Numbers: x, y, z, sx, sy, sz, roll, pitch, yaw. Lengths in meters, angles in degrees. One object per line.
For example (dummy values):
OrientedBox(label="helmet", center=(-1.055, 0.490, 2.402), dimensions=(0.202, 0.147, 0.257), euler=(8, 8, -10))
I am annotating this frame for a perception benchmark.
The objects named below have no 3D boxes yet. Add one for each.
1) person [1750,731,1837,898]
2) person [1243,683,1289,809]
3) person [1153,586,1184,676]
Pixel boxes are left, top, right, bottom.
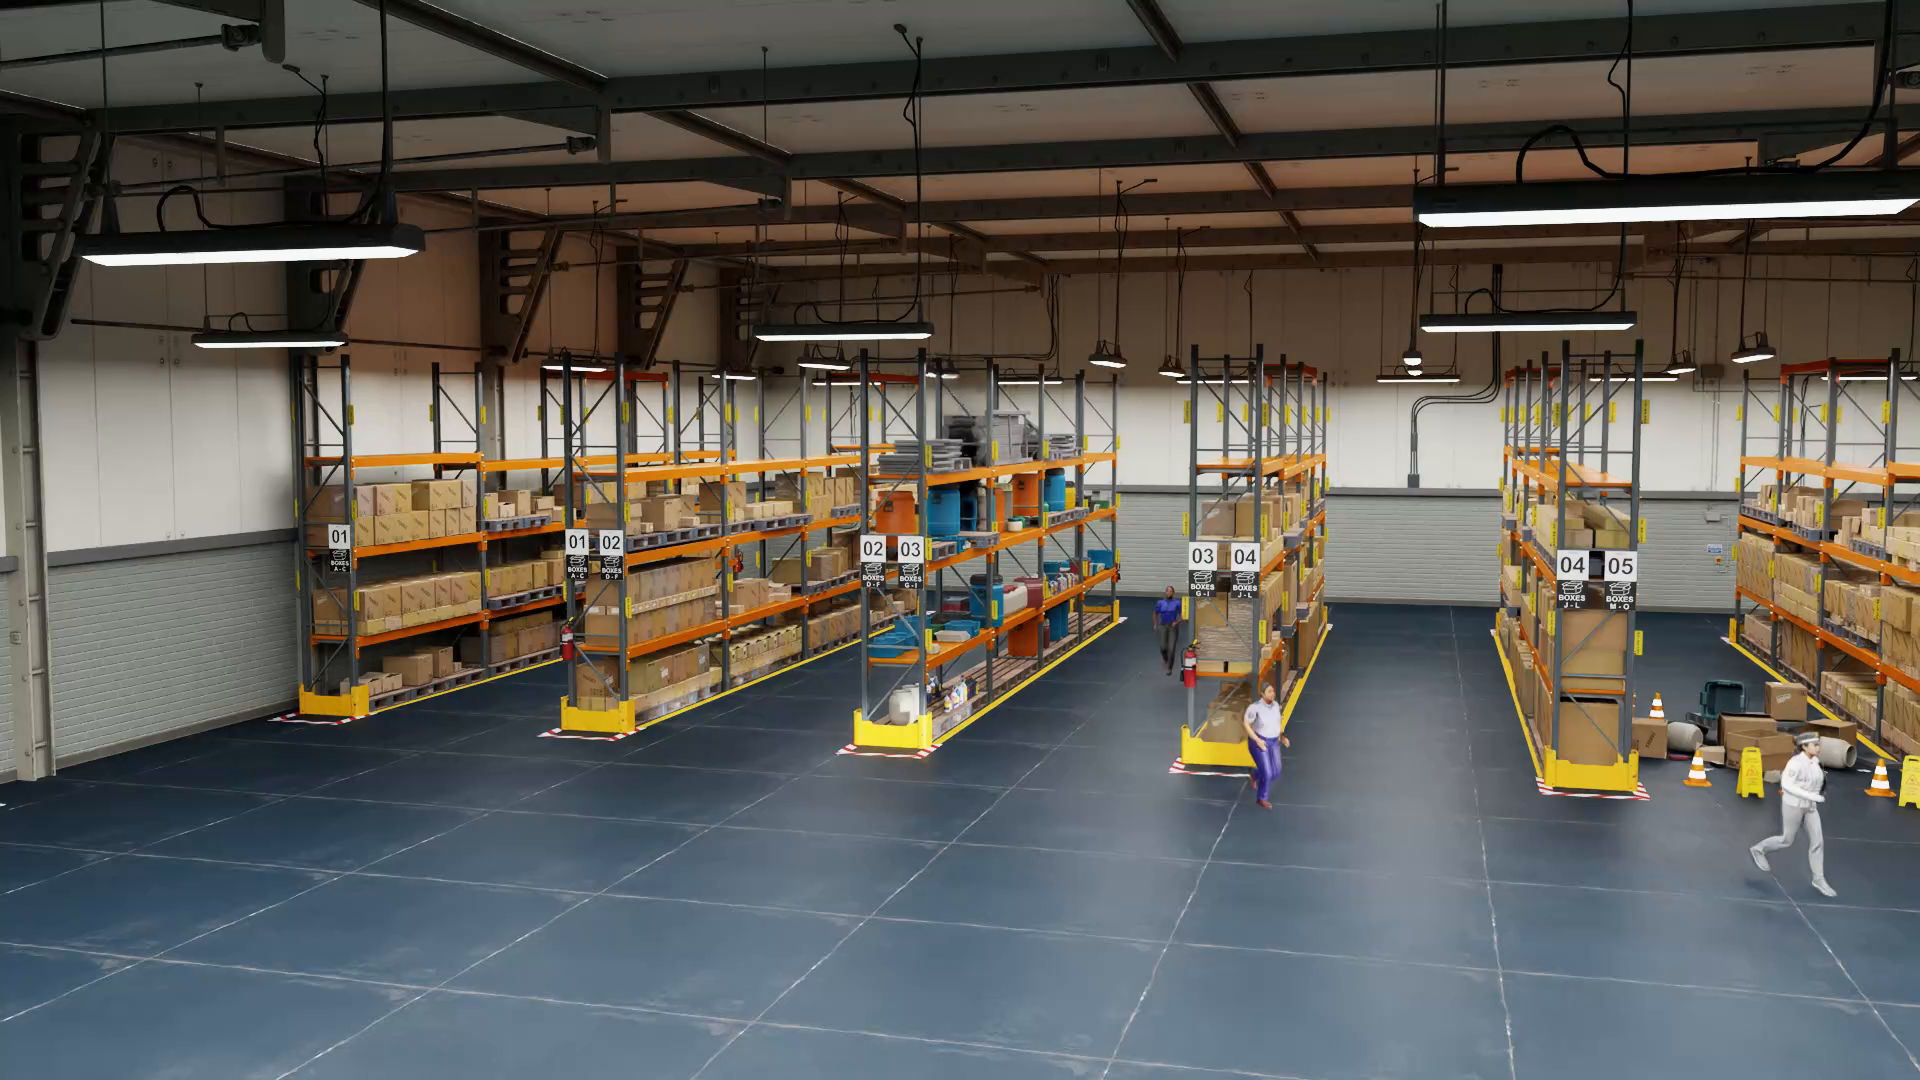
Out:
OrientedBox(label="person", center=(8.888, 2.841, 17.654), dimensions=(0.637, 1.695, 0.980), euler=(-3, 5, -31))
OrientedBox(label="person", center=(3.862, 2.617, 21.374), dimensions=(0.589, 1.603, 0.595), euler=(-3, 5, -31))
OrientedBox(label="person", center=(3.807, 1.652, 30.356), dimensions=(0.586, 1.631, 0.505), euler=(1, 4, 13))
